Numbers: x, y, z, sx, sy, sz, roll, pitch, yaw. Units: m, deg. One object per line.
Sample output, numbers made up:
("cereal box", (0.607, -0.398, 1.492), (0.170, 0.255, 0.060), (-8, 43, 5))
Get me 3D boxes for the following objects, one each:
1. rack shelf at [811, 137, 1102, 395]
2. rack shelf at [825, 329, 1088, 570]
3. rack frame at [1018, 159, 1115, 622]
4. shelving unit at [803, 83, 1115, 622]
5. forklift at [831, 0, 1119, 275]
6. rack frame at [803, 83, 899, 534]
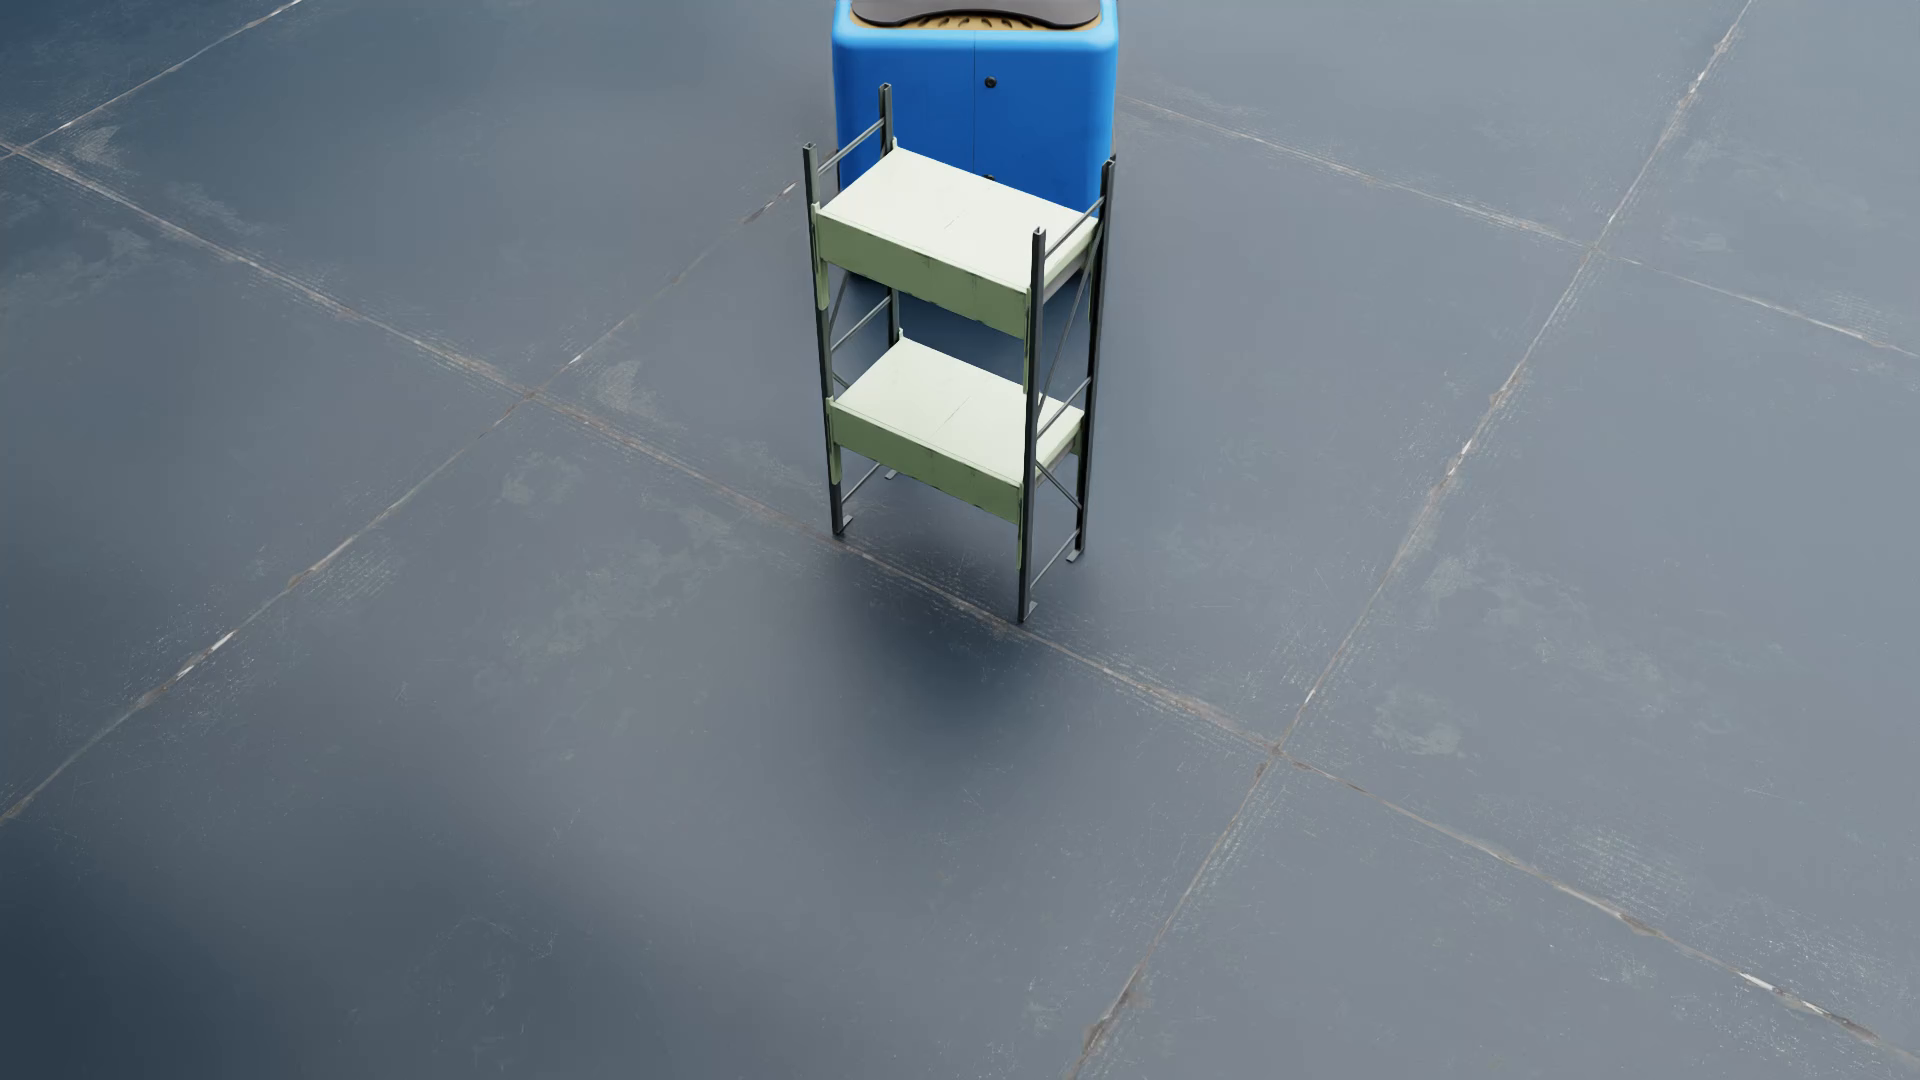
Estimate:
("rack shelf", (-0.006, -0.797, 4.778), (0.720, 0.370, 0.431), (25, 51, 22))
("rack shelf", (-0.006, -0.298, 5.292), (0.720, 0.370, 0.431), (25, 51, 22))
("rack frame", (0.302, -0.384, 4.920), (0.023, 1.500, 0.400), (25, 51, 22))
("shelving unit", (-0.006, -0.525, 5.058), (0.755, 1.500, 0.431), (25, 51, 22))
("forklift", (0.089, -3.098, 6.560), (1.130, 2.935, 3.031), (1, 46, 1))
("rack frame", (-0.314, -0.667, 5.196), (0.023, 1.500, 0.400), (25, 51, 22))
